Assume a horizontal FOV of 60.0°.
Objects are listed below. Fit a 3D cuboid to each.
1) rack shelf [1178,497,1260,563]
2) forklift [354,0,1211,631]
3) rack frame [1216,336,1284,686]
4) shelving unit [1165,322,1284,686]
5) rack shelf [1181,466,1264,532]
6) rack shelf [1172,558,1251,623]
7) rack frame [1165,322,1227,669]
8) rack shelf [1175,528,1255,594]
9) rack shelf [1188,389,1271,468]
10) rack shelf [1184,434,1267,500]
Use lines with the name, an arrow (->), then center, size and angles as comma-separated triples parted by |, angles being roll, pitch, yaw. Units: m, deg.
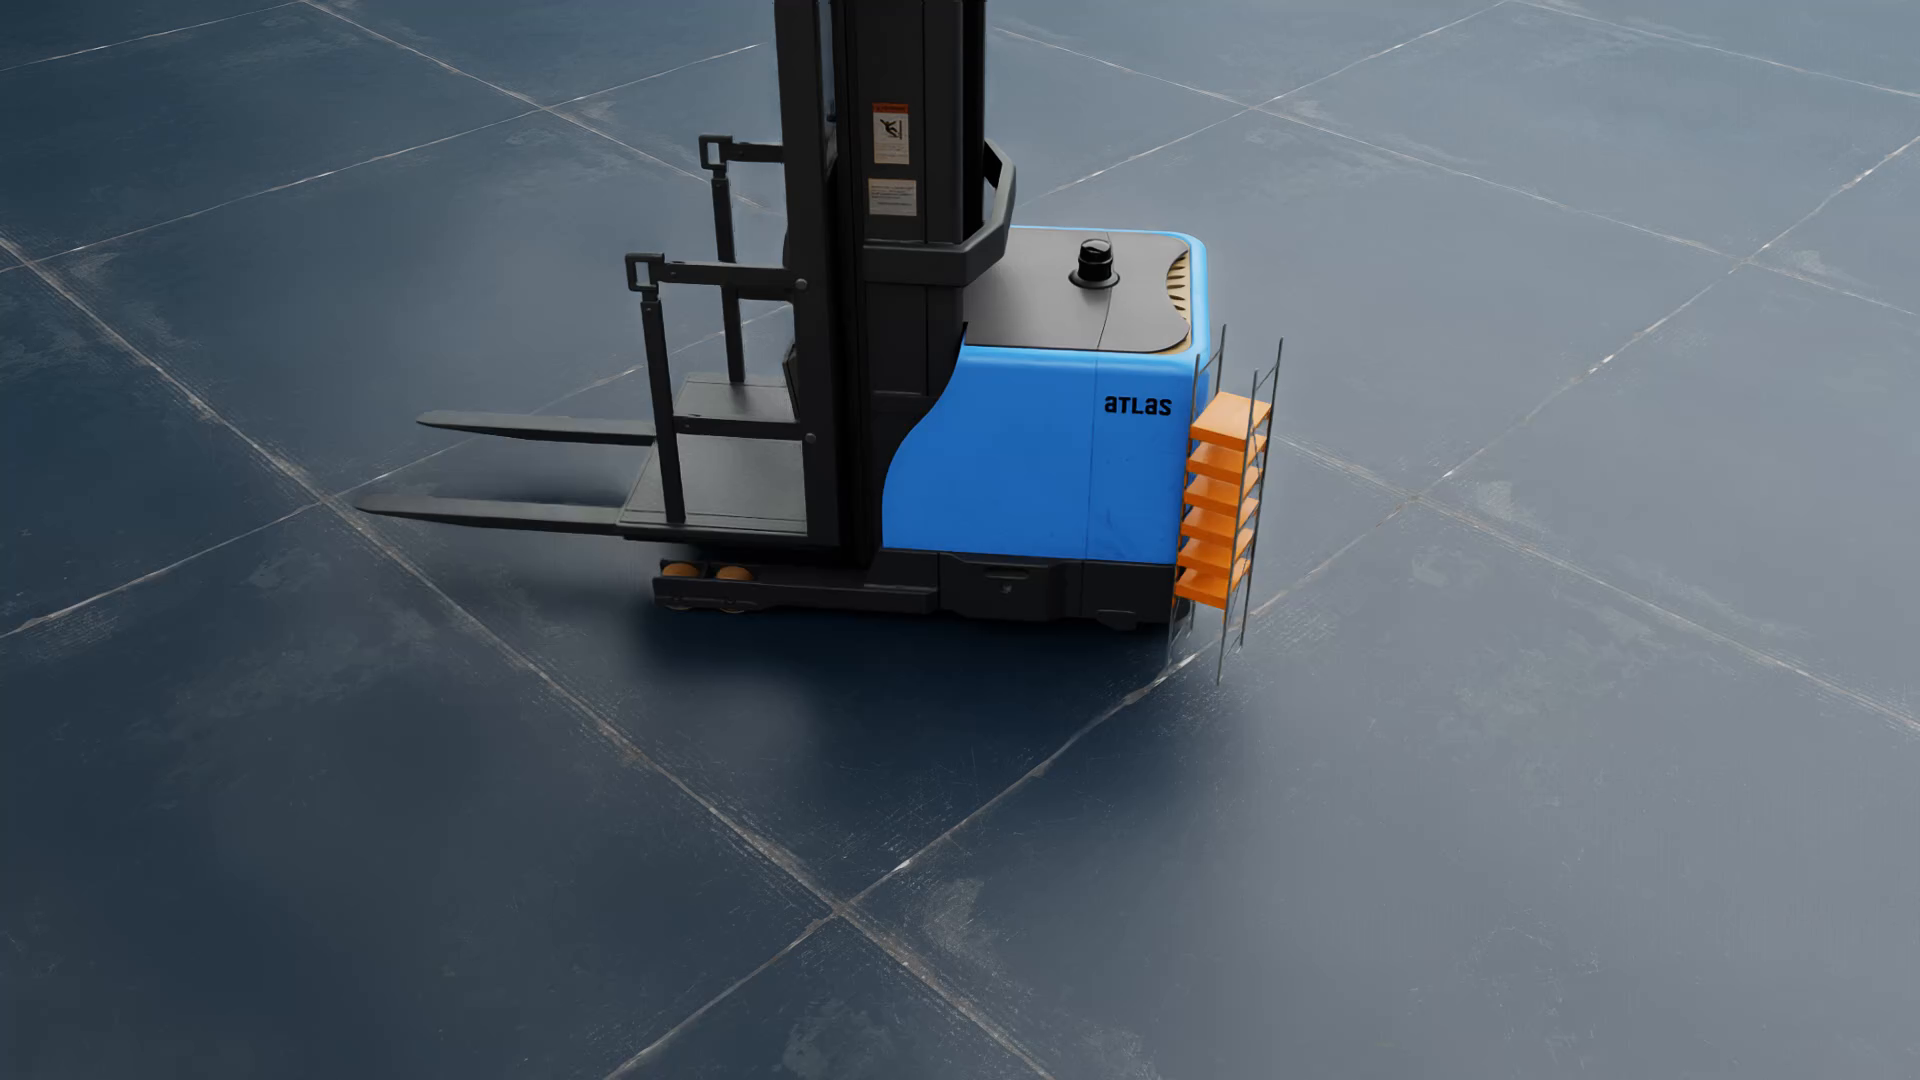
rack shelf -> 0.837, -0.054, 5.356 | 0.180, 0.103, 0.258 | 17, 39, 23
forklift -> -0.660, -1.239, 5.464 | 3.031, 2.935, 1.130 | 3, 35, 5
rack frame -> 0.918, -0.065, 5.295 | 0.006, 1.200, 0.240 | 17, 39, 23
shelving unit -> 0.838, -0.091, 5.330 | 0.189, 1.200, 0.258 | 17, 39, 23
rack shelf -> 0.838, -0.153, 5.287 | 0.180, 0.103, 0.258 | 17, 39, 23
rack shelf -> 0.836, 0.142, 5.494 | 0.180, 0.103, 0.258 | 17, 39, 23
rack frame -> 0.757, -0.116, 5.366 | 0.006, 1.200, 0.240 | 17, 39, 23
rack shelf -> 0.837, 0.044, 5.425 | 0.180, 0.103, 0.258 | 17, 39, 23
rack shelf -> 0.839, -0.349, 5.149 | 0.180, 0.103, 0.258 | 17, 39, 23
rack shelf -> 0.839, -0.251, 5.218 | 0.180, 0.103, 0.258 | 17, 39, 23
